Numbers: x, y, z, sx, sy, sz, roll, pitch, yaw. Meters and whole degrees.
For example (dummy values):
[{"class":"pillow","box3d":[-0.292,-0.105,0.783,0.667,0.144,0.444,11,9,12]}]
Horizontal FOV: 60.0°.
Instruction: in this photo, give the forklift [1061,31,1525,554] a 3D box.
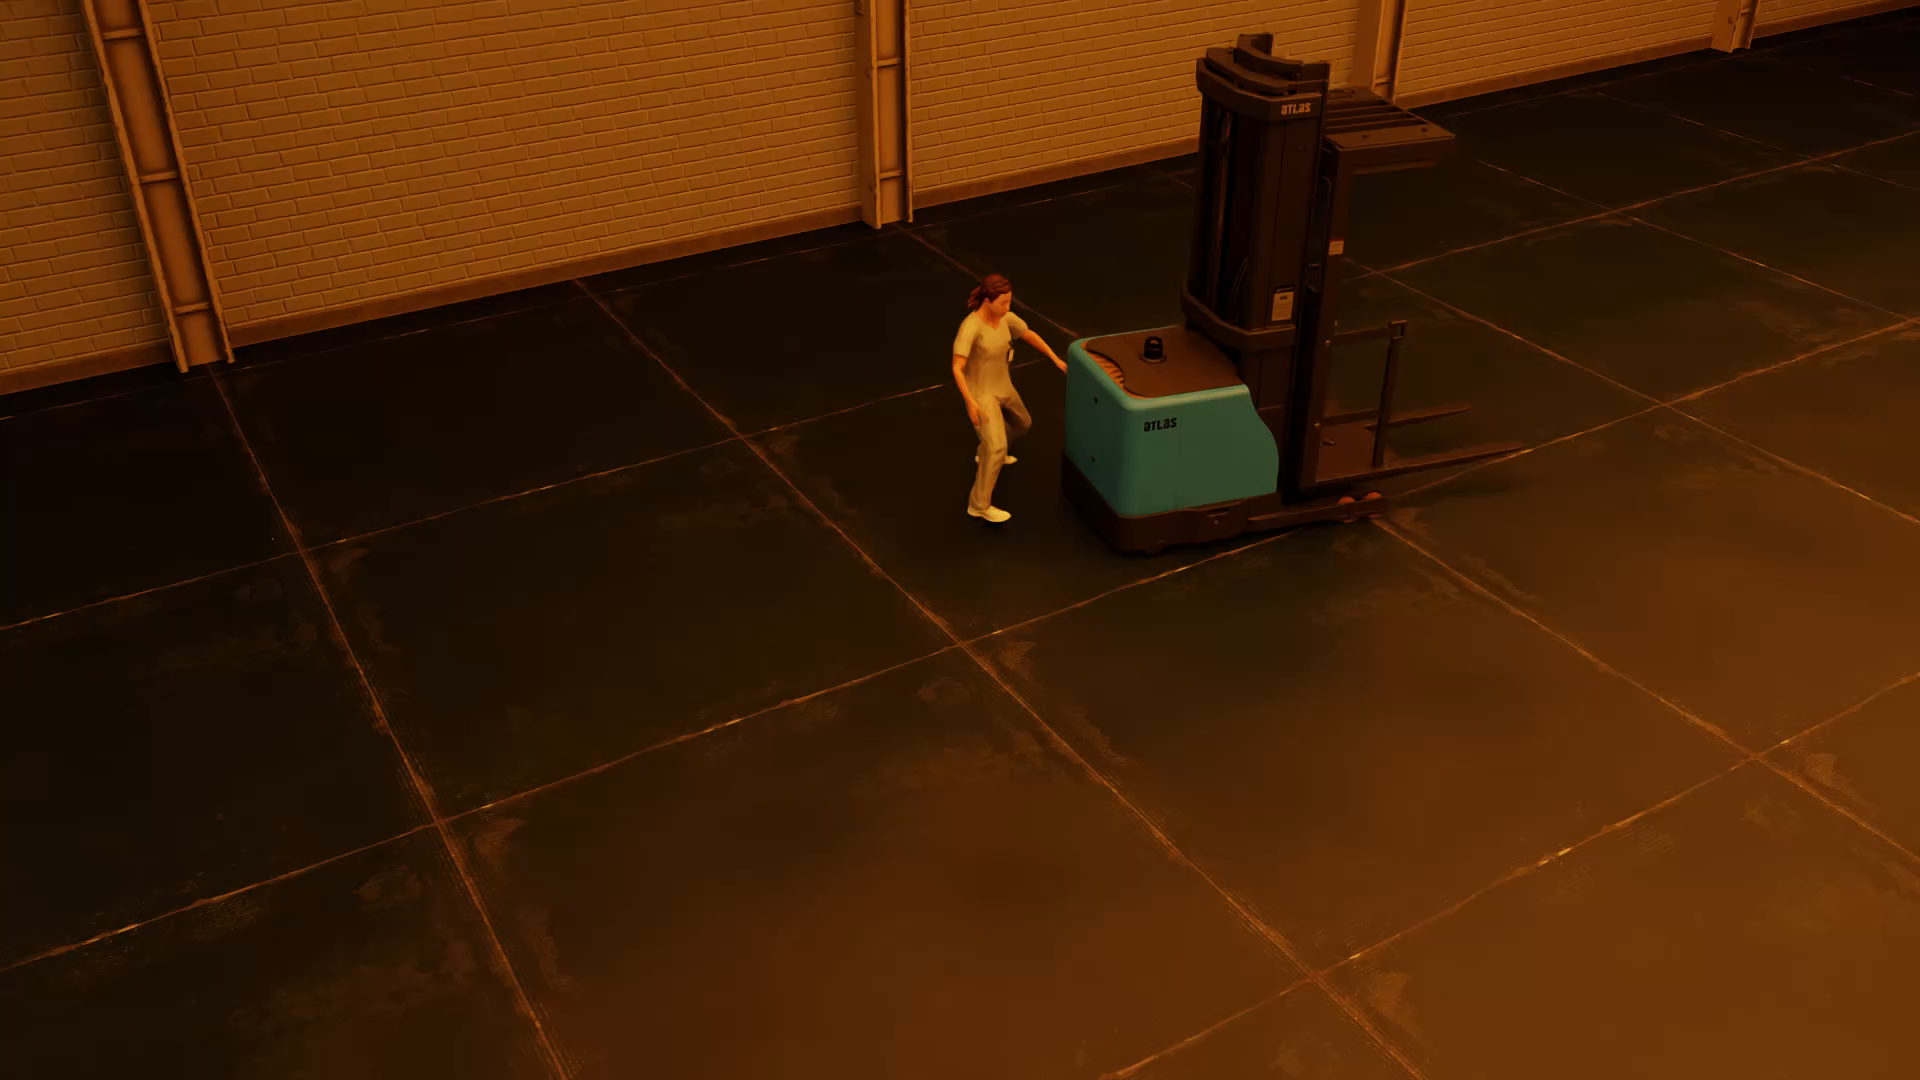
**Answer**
[{"class":"forklift","box3d":[2.242,-1.612,10.339,3.031,2.935,1.130,-10,32,-16]}]

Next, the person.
[{"class":"person","box3d":[0.253,-0.957,10.648,0.795,1.554,0.900,26,40,36]}]
